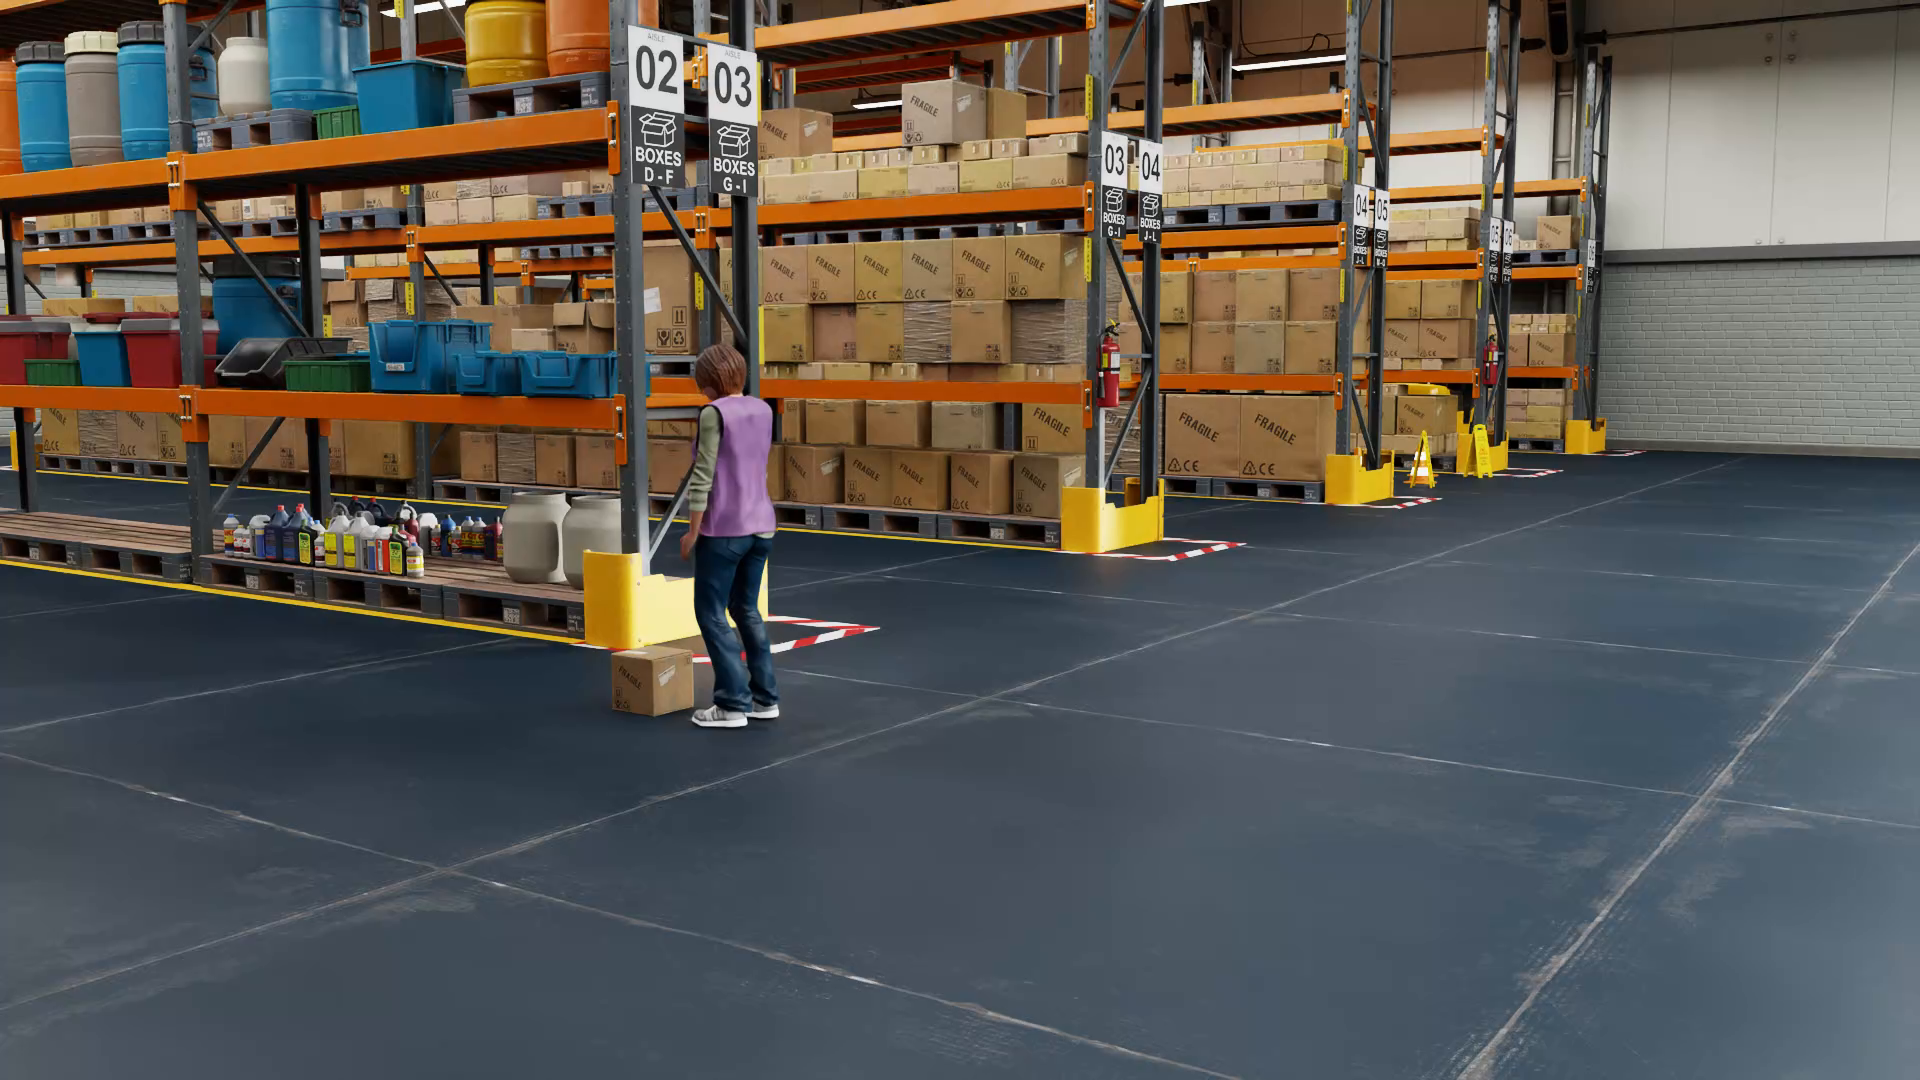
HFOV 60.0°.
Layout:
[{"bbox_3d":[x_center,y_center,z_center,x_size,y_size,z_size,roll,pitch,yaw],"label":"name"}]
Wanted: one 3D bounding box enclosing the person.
[{"bbox_3d":[-0.951,-0.005,6.892,0.316,1.571,0.412,5,8,35],"label":"person"}]
